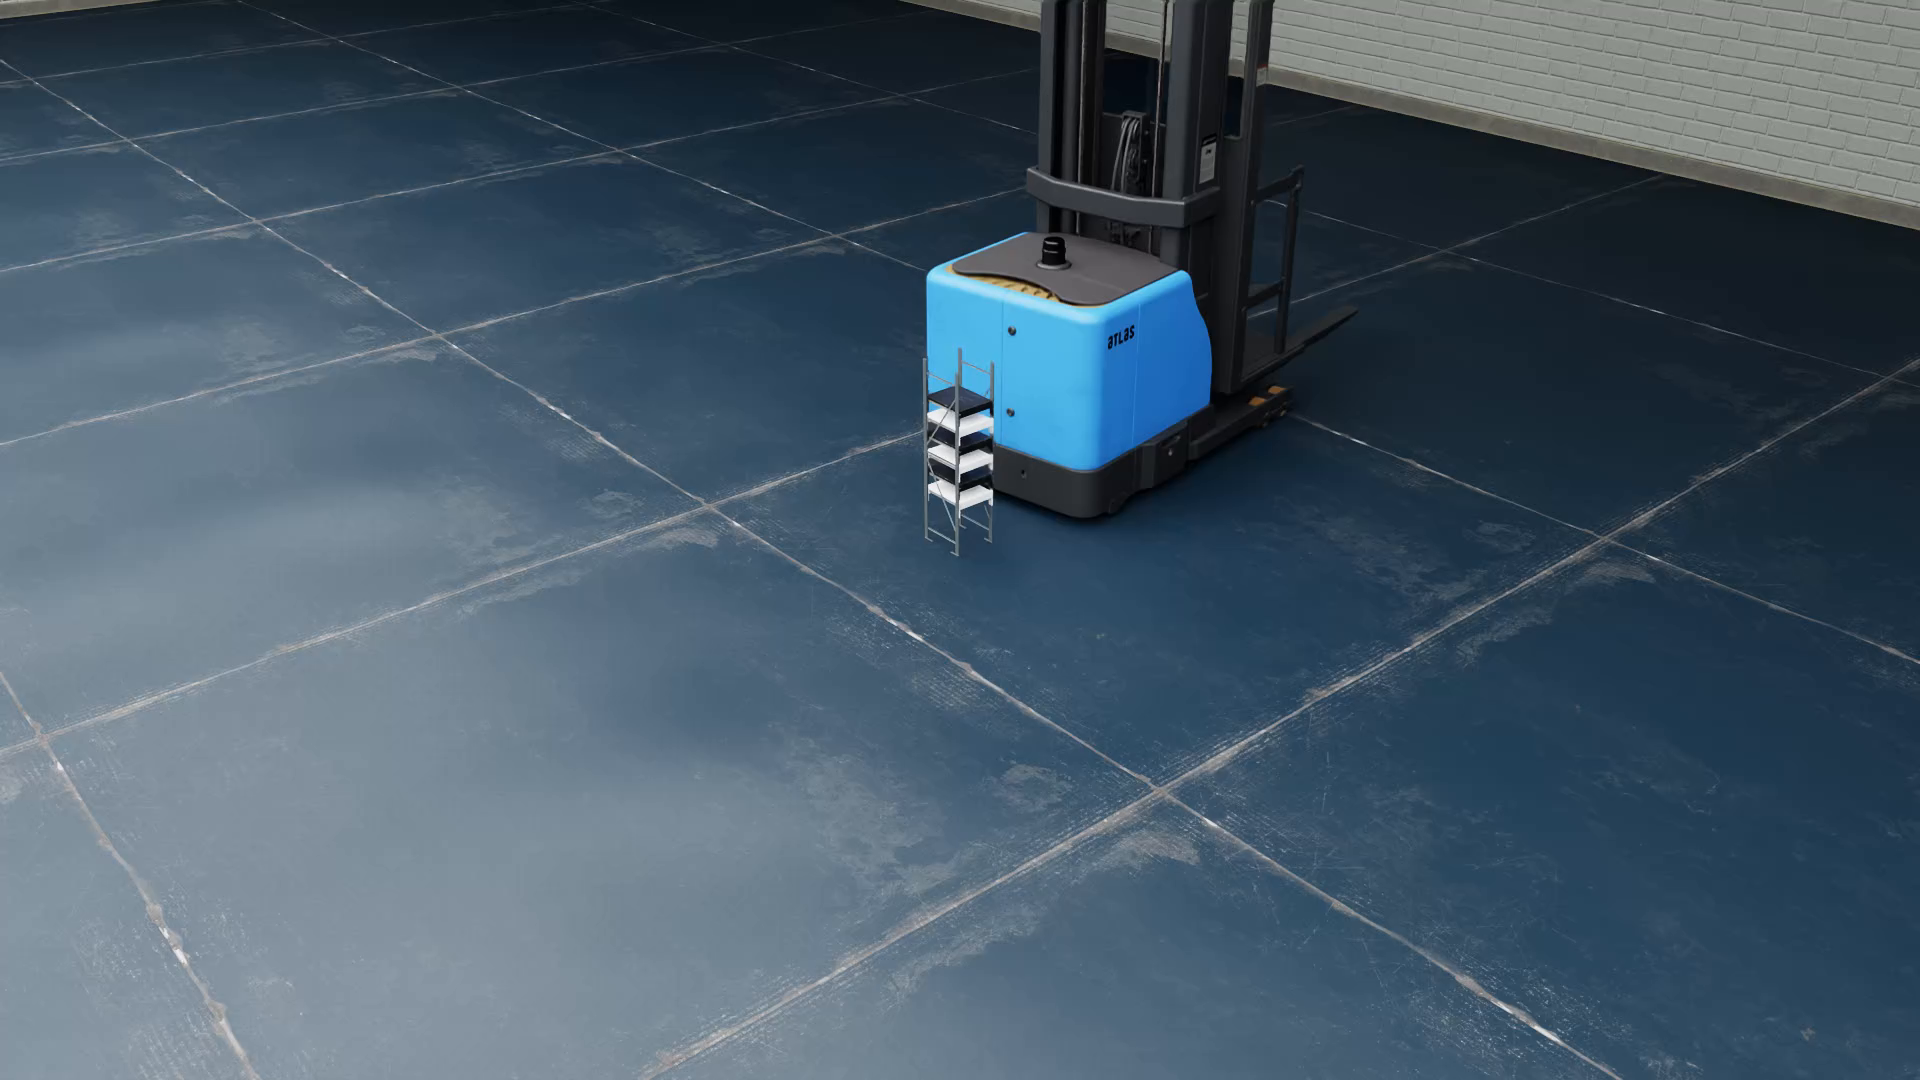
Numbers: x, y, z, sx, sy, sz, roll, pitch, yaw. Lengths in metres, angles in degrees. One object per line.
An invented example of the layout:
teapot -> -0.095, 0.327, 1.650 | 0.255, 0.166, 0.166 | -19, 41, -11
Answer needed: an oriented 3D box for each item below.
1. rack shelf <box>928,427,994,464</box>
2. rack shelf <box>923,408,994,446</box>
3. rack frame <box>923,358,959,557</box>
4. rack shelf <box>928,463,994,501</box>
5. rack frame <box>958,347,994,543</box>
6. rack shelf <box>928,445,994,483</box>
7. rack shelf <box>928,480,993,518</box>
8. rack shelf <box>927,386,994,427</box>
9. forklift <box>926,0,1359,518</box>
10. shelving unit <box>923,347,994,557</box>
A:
rack shelf -> -0.006, -0.444, 7.507 | 0.200, 0.077, 0.258 | -22, 35, -35
rack shelf -> -0.006, -0.524, 7.464 | 0.200, 0.077, 0.258 | -22, 35, -35
rack frame -> -0.084, -0.363, 7.475 | 0.006, 0.900, 0.240 | -22, 35, -35
rack shelf -> -0.006, -0.286, 7.591 | 0.200, 0.077, 0.258 | -22, 35, -35
rack frame -> 0.071, -0.426, 7.591 | 0.006, 0.900, 0.240 | -22, 35, -35
rack shelf -> -0.006, -0.365, 7.549 | 0.200, 0.077, 0.258 | -22, 35, -35
rack shelf -> -0.006, -0.206, 7.634 | 0.200, 0.077, 0.258 | -22, 35, -35
rack shelf -> -0.006, -0.603, 7.422 | 0.200, 0.077, 0.258 | -22, 35, -35
forklift -> 1.147, -2.020, 8.420 | 1.130, 2.935, 3.031 | 21, 35, 34
shelving unit -> -0.006, -0.394, 7.533 | 0.210, 0.900, 0.258 | -22, 35, -35
